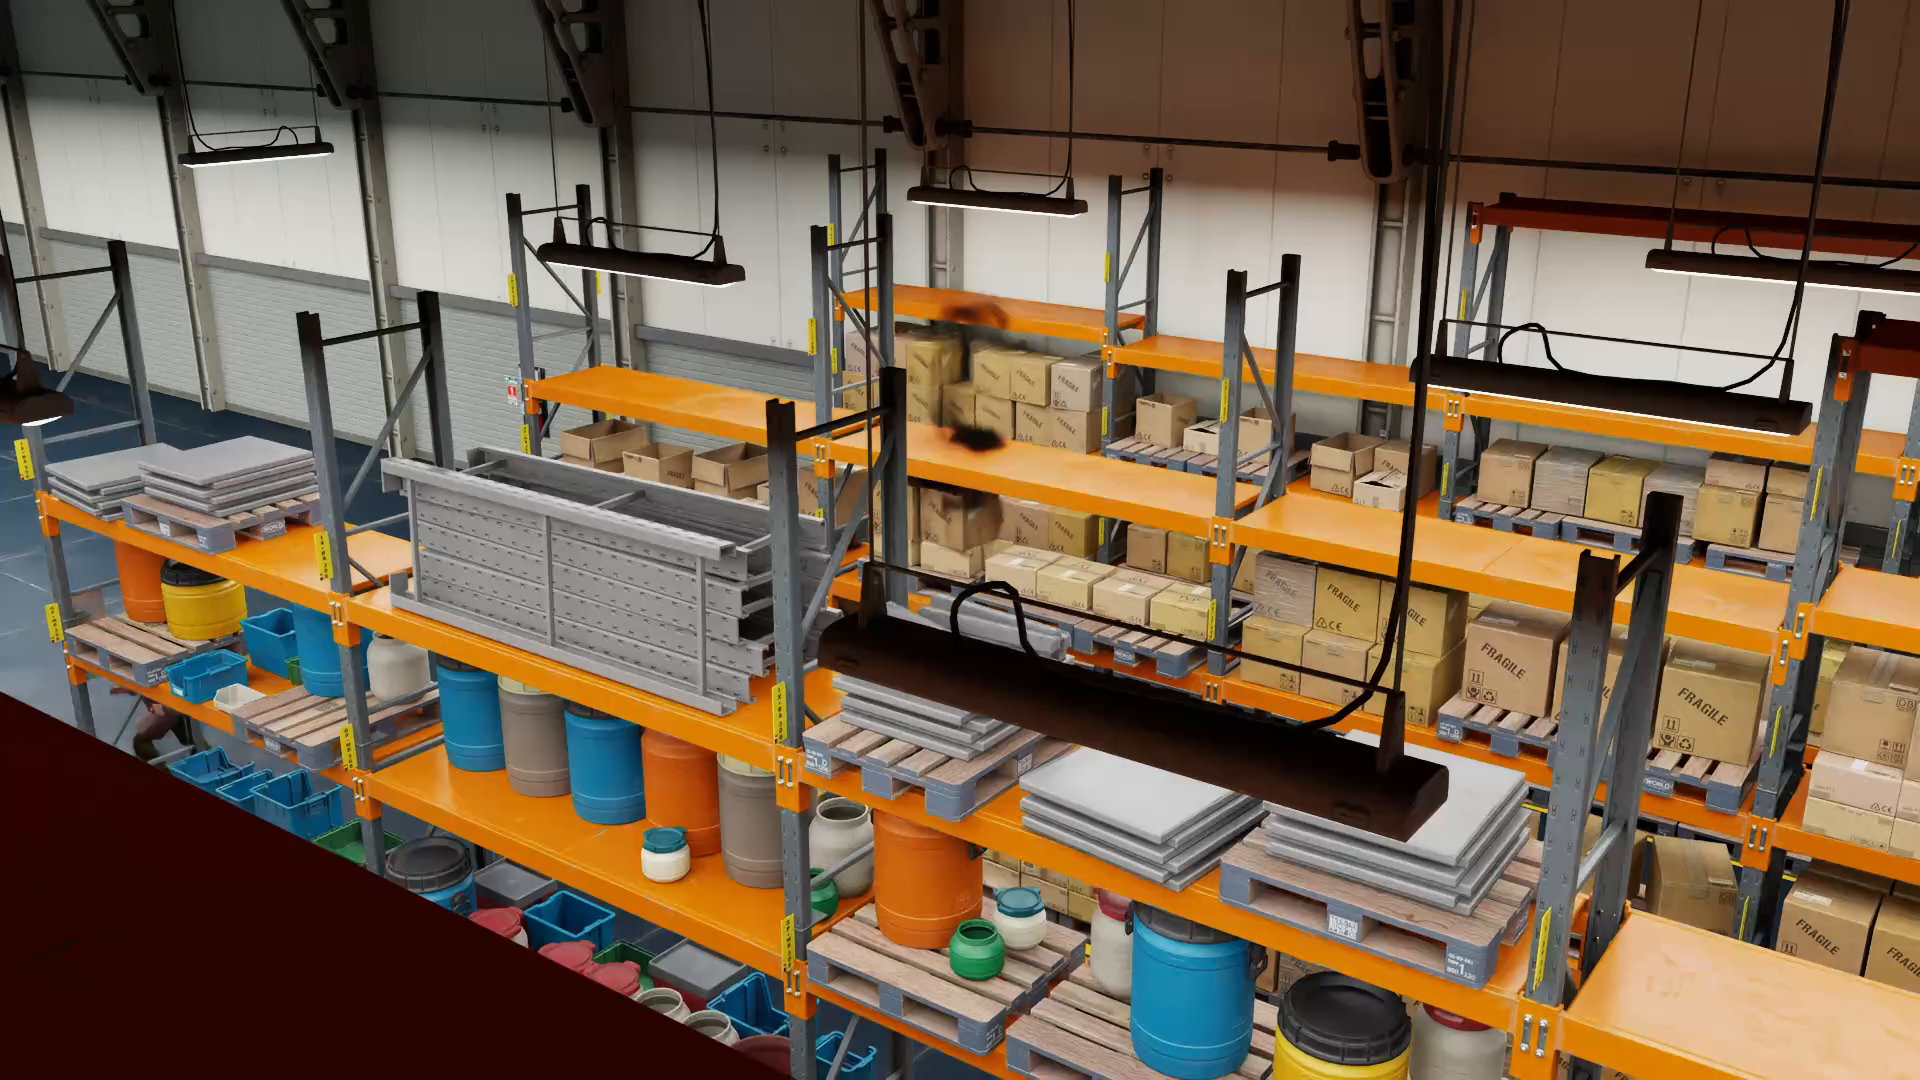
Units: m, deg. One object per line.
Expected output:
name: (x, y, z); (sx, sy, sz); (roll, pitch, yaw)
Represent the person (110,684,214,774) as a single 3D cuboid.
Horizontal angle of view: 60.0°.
person: (-8.133, 1.832, 17.106); (1.072, 1.729, 0.752); (-4, 19, -12)
